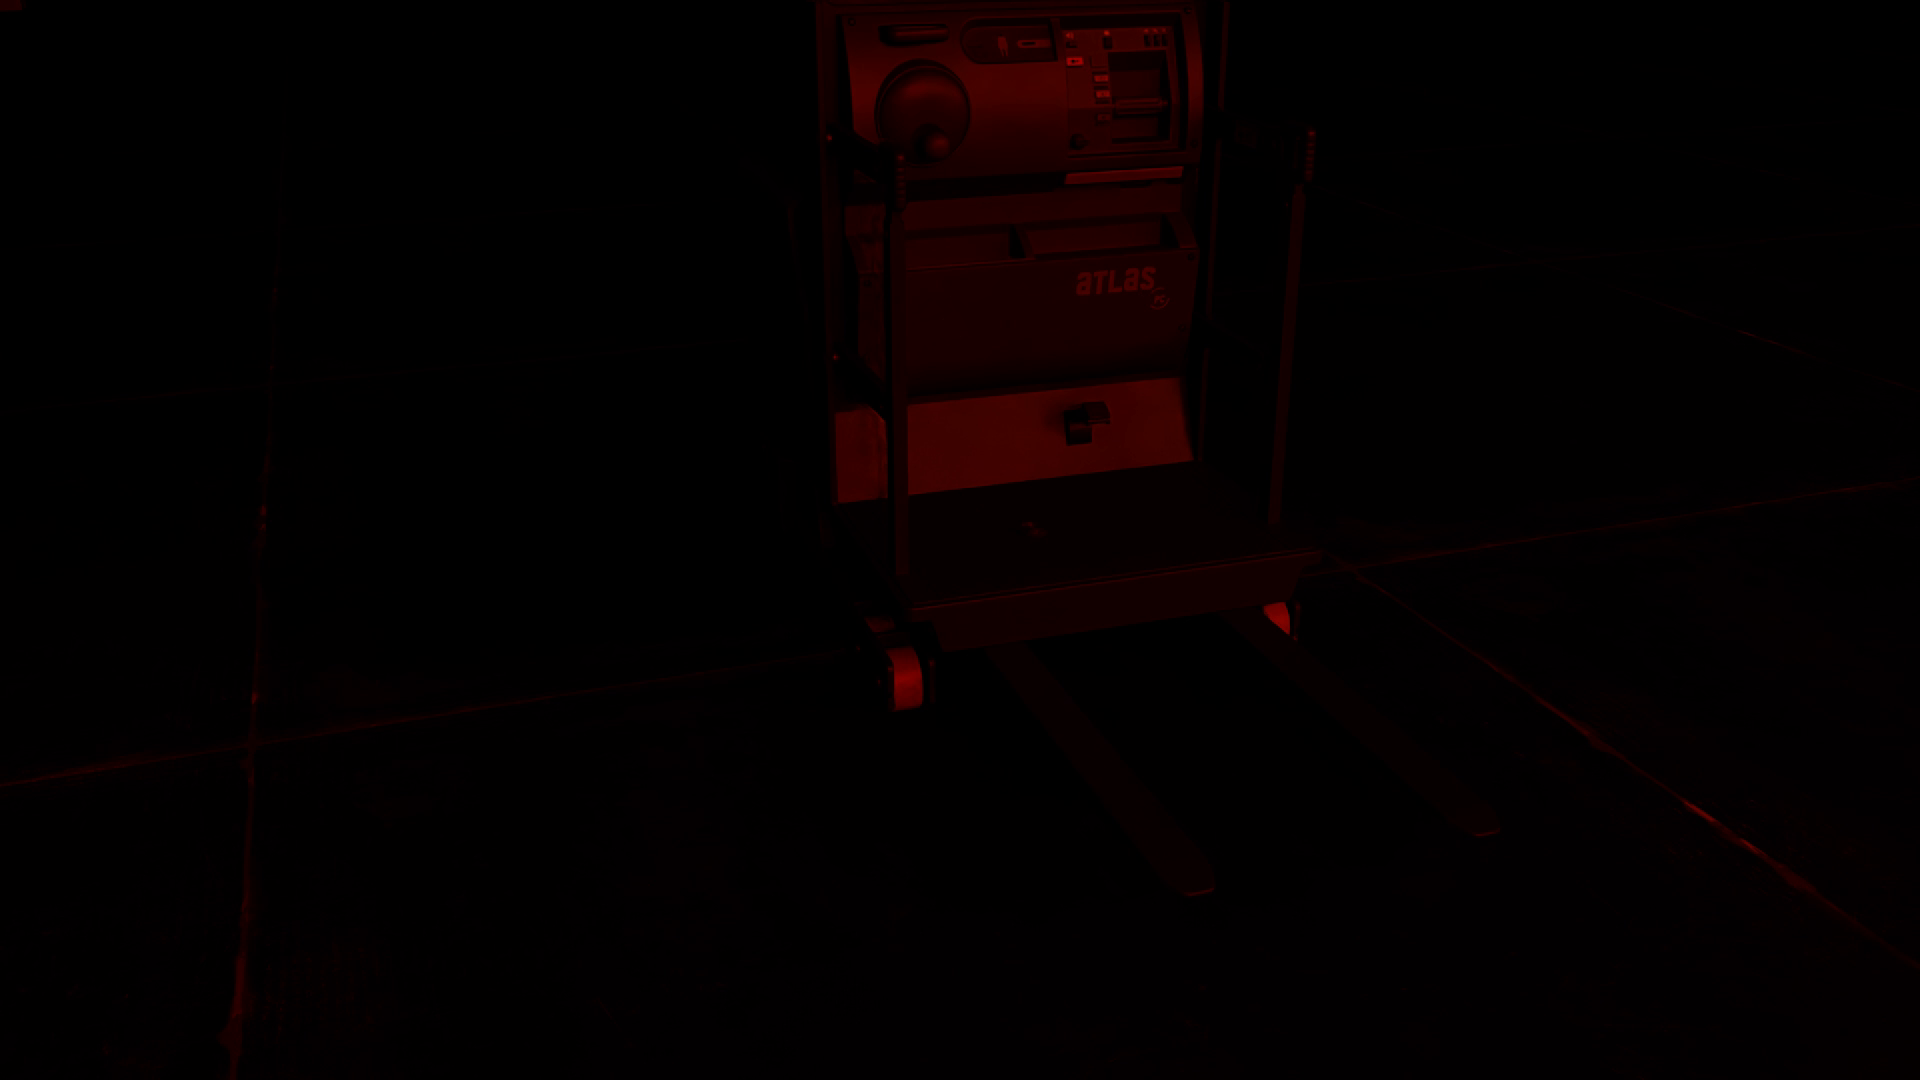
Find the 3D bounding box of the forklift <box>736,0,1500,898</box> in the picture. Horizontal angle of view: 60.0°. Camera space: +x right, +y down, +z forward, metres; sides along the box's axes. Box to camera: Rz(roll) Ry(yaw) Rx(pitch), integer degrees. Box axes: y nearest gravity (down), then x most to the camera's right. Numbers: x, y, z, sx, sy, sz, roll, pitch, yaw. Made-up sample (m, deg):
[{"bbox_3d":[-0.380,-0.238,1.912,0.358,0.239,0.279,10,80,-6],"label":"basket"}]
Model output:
[{"bbox_3d":[0.237,-1.104,3.924,1.130,2.935,3.031,-7,24,-17],"label":"forklift"}]
